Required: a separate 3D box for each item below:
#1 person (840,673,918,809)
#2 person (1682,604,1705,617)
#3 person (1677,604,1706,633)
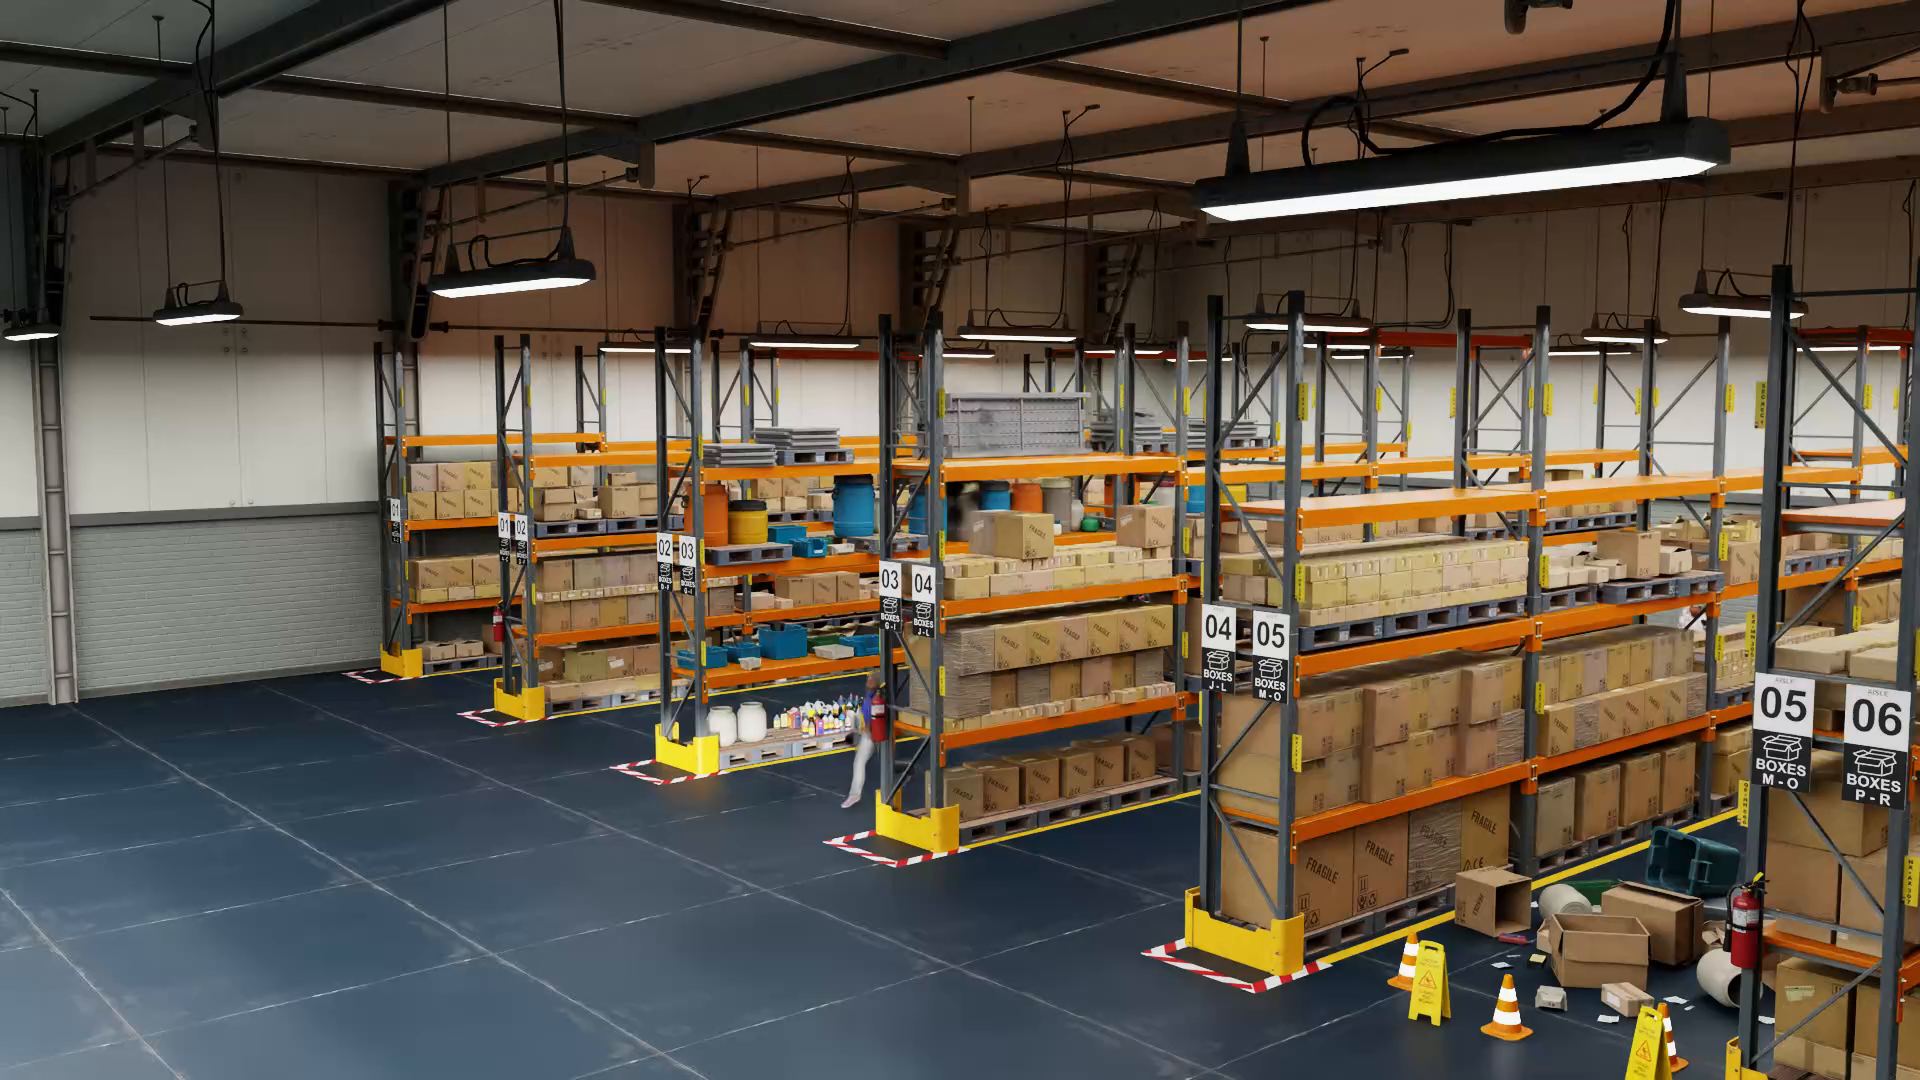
[{"bbox_3d":[-1.026,2.477,20.715,1.030,1.659,0.546,-4,7,-40],"label":"person"},{"bbox_3d":[12.968,1.722,29.351,0.555,1.557,0.883,-1,5,-9],"label":"person"},{"bbox_3d":[12.255,1.833,27.708,0.614,1.689,0.686,3,6,32],"label":"person"}]
